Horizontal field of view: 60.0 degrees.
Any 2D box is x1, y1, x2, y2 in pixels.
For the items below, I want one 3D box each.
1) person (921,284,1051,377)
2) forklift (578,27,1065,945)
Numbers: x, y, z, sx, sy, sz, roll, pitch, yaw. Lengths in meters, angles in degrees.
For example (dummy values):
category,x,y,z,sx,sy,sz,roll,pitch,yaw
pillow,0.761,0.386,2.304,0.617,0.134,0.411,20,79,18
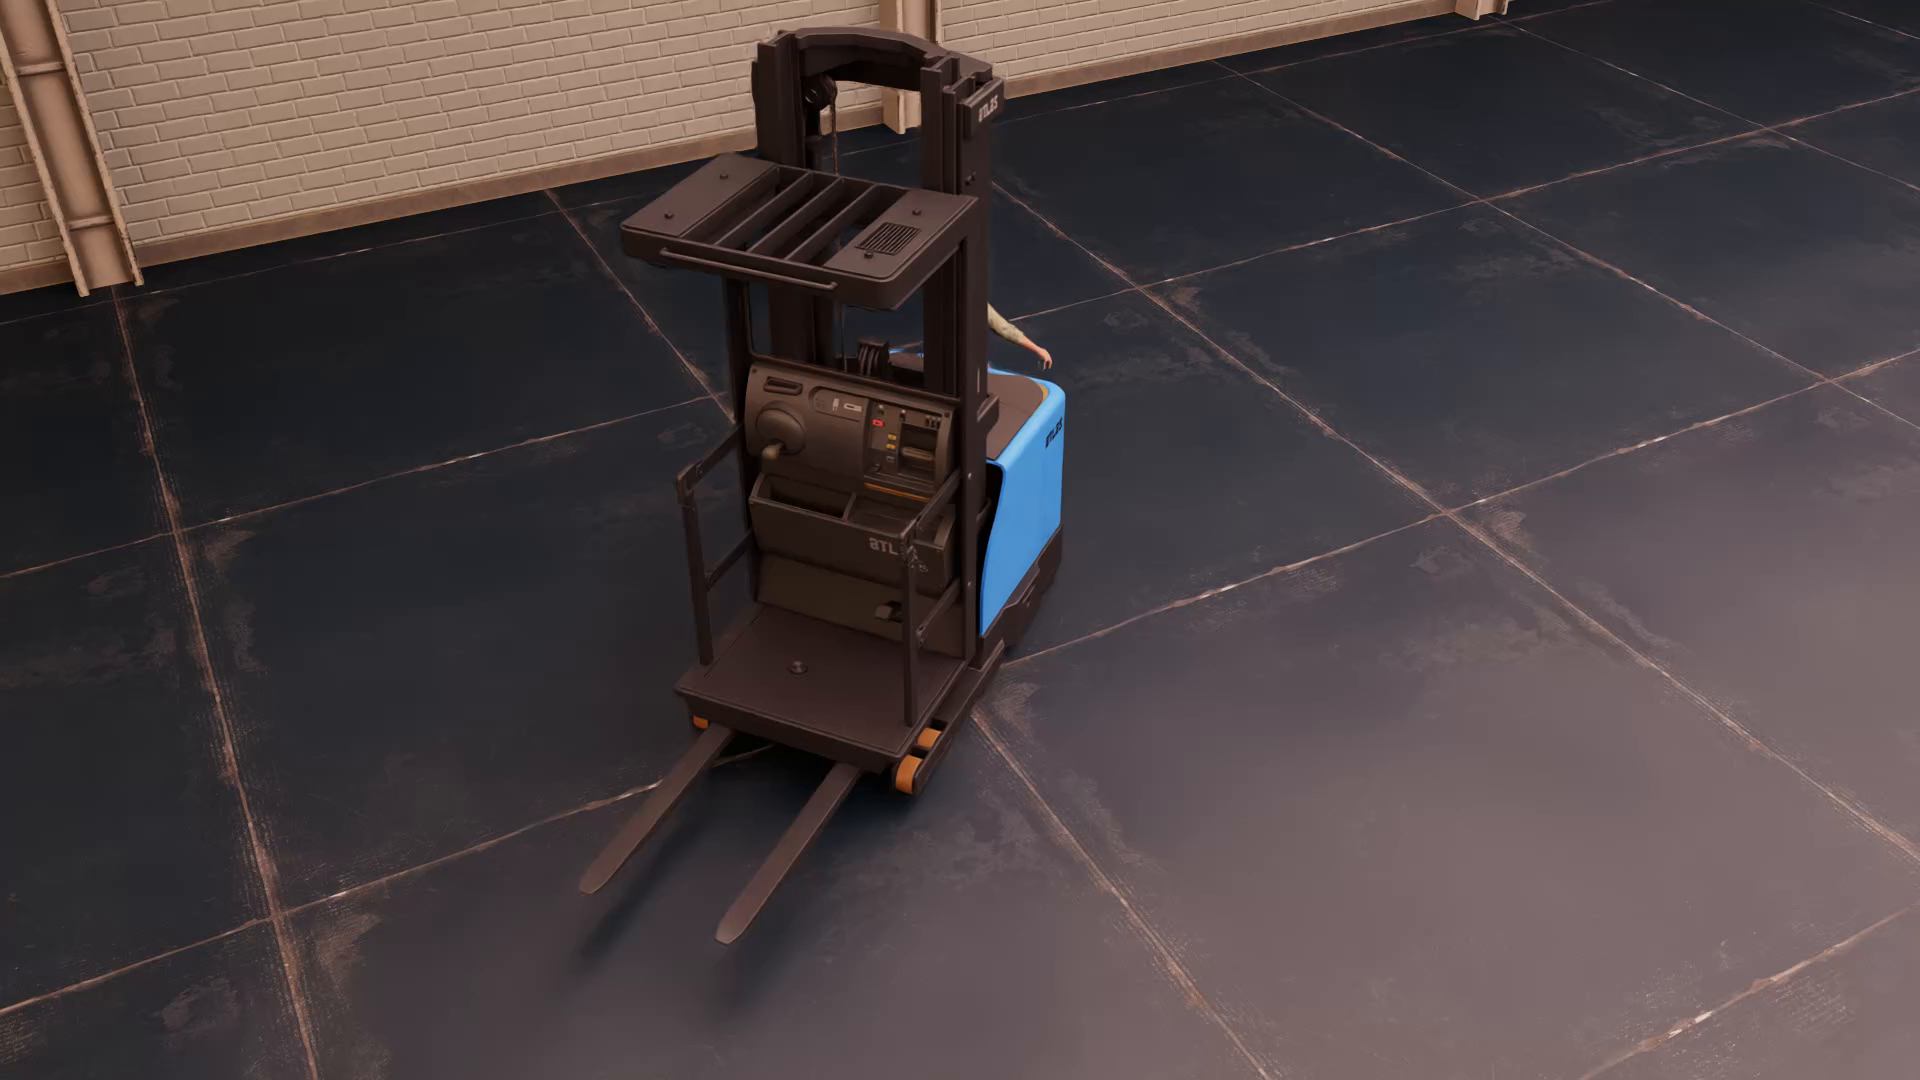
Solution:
category,x,y,z,sx,sy,sz,roll,pitch,yaw
person,0.100,-0.967,8.812,0.553,1.449,0.922,-20,40,-26
forklift,-0.549,-0.392,6.678,1.130,2.935,3.031,14,38,19
